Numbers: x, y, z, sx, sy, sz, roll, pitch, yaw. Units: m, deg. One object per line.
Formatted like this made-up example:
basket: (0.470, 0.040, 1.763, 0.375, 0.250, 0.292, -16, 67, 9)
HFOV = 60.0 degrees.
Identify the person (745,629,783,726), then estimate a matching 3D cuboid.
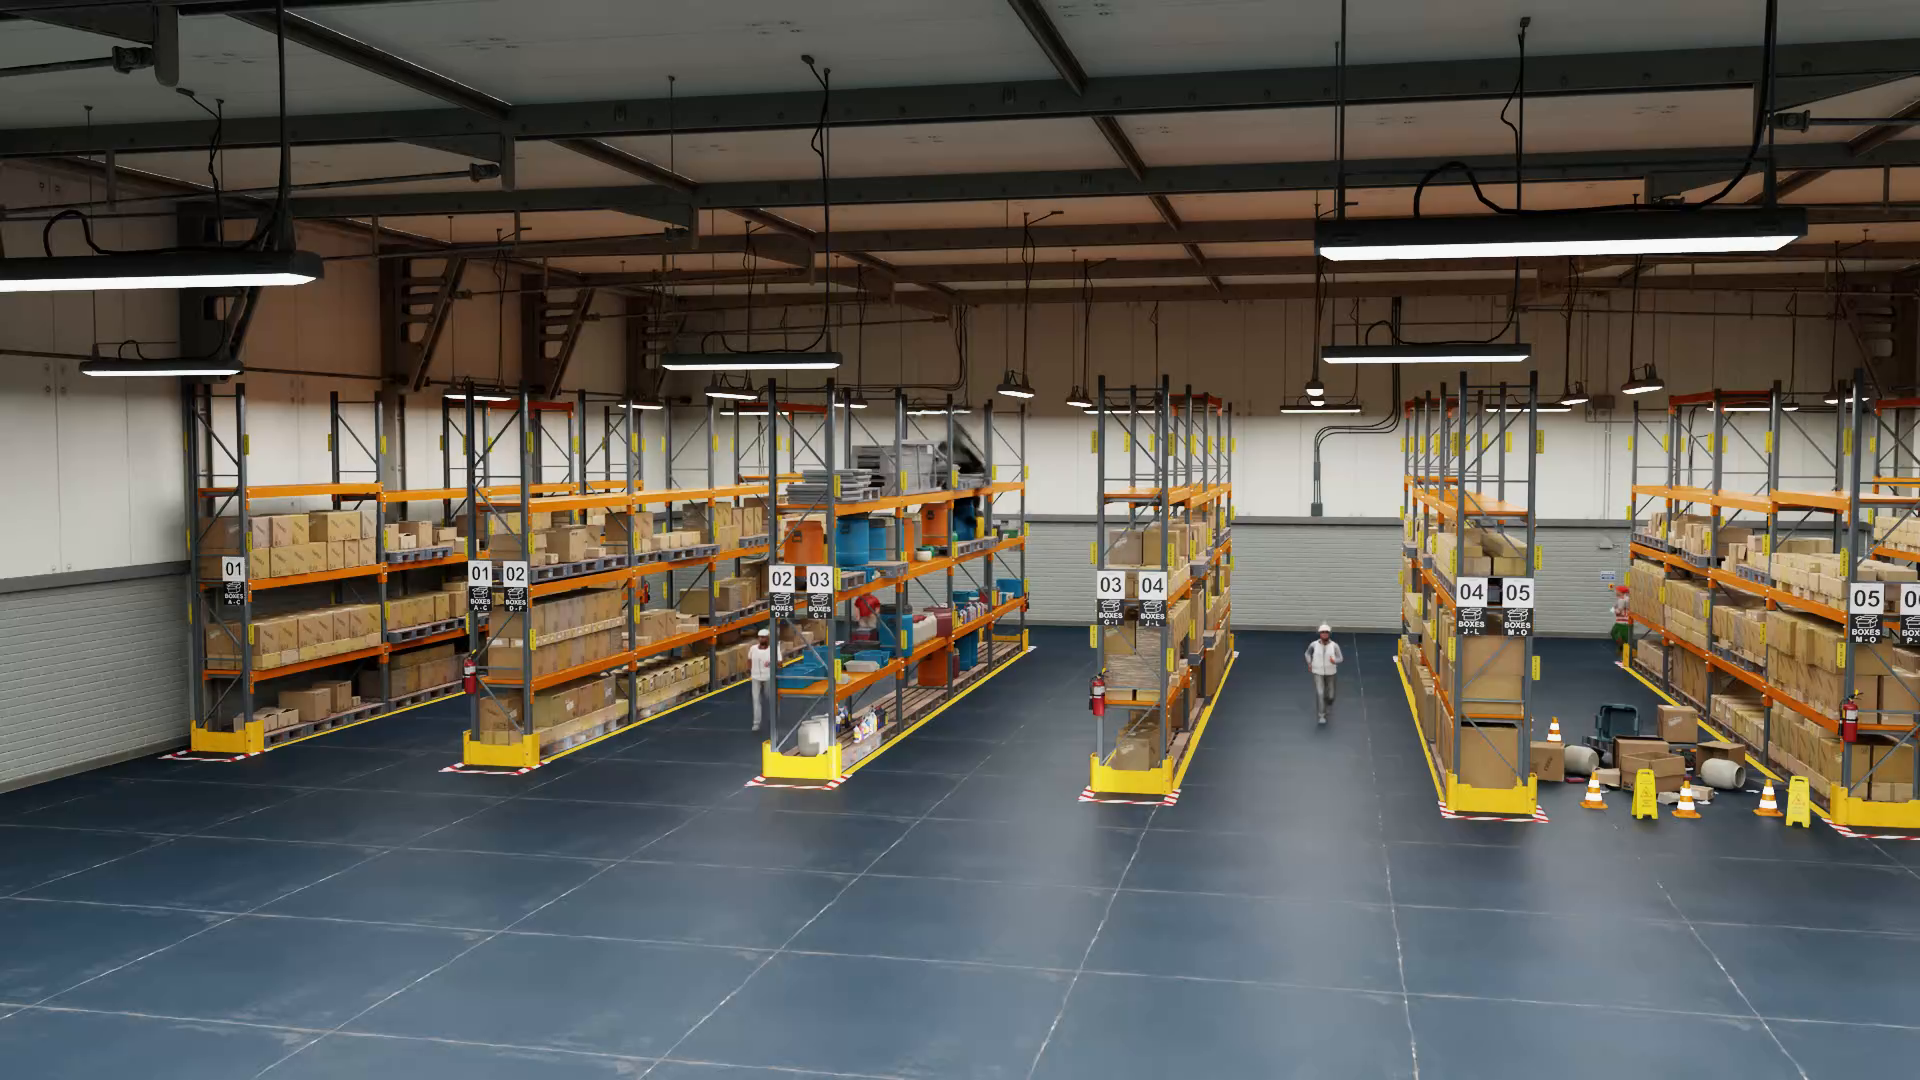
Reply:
person: (-3.447, 2.404, 29.267, 0.710, 1.683, 0.798, 1, 3, 9)

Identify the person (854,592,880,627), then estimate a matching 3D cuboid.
person: (-2.218, 1.919, 39.713, 0.642, 1.669, 0.616, 0, 3, 3)

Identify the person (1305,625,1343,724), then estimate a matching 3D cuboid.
person: (6.568, 2.403, 30.003, 0.667, 1.750, 0.915, 0, 3, 8)

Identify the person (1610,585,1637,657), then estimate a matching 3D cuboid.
person: (15.500, 1.919, 38.807, 0.670, 1.760, 0.754, 2, 4, 30)
